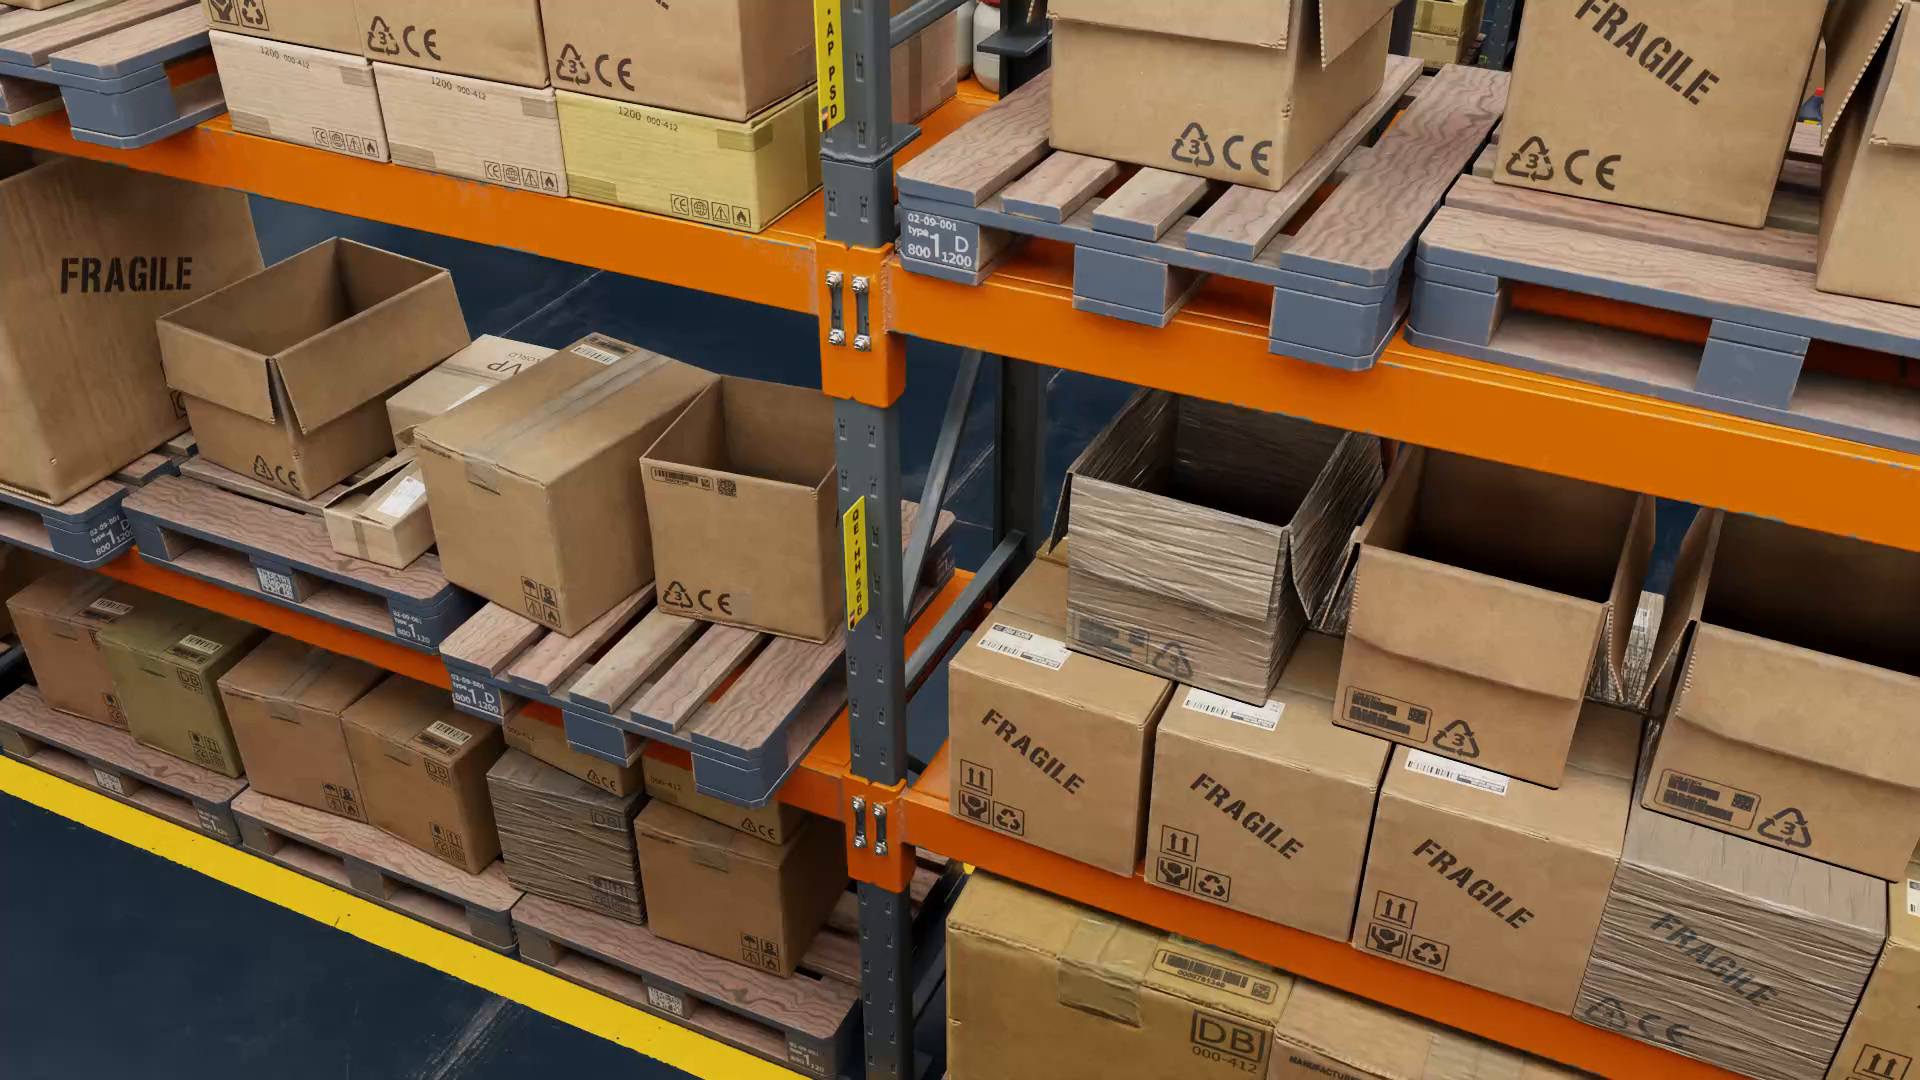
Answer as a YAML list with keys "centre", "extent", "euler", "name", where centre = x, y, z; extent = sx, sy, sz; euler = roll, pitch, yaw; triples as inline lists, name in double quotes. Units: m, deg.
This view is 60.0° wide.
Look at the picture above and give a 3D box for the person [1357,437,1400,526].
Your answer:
- centre: [1.477, -0.311, 6.625]
  extent: [0.547, 1.637, 0.367]
  euler: [14, 36, 20]
  name: "person"
